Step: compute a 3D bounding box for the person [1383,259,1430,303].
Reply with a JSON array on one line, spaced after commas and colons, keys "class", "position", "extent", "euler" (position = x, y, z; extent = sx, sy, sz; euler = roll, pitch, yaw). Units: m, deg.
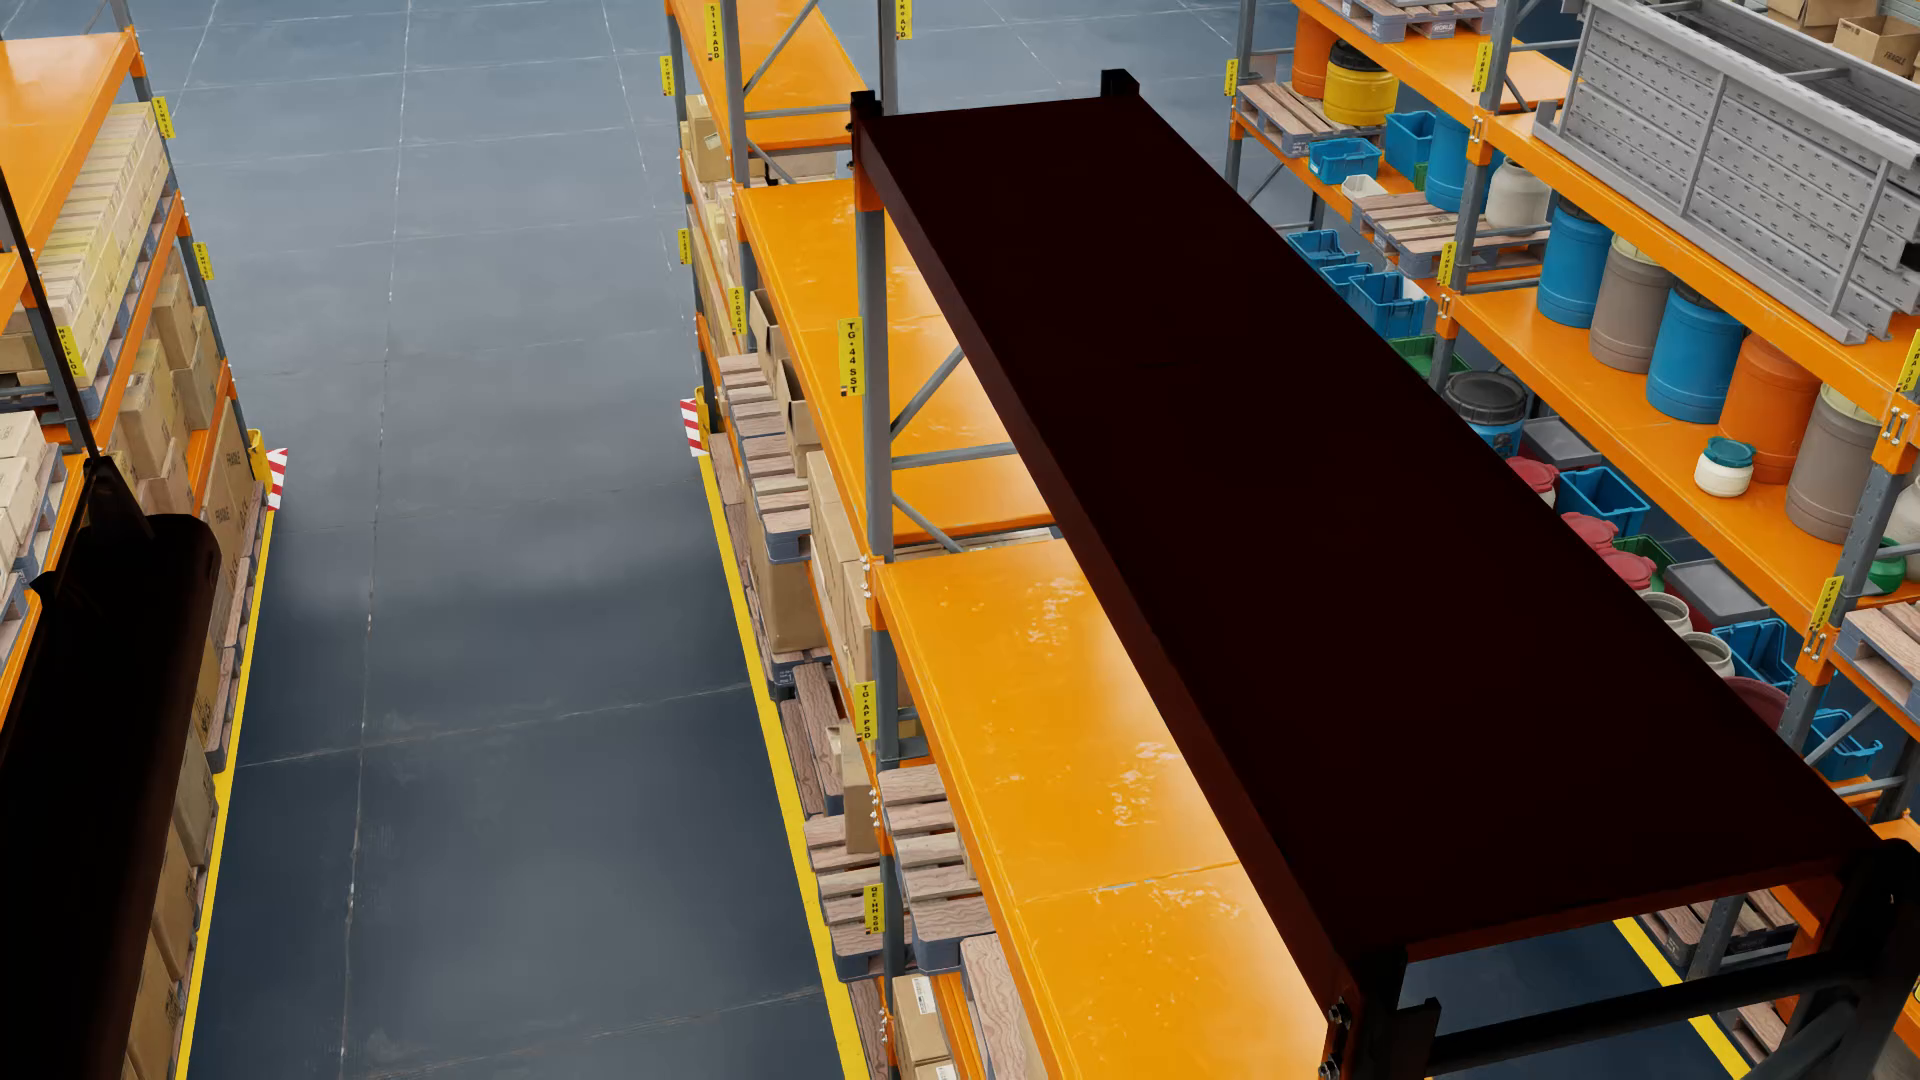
[{"class": "person", "position": [4.485, -2.505, 16.211], "extent": [0.673, 1.765, 0.740], "euler": [-11, 36, -16]}]
